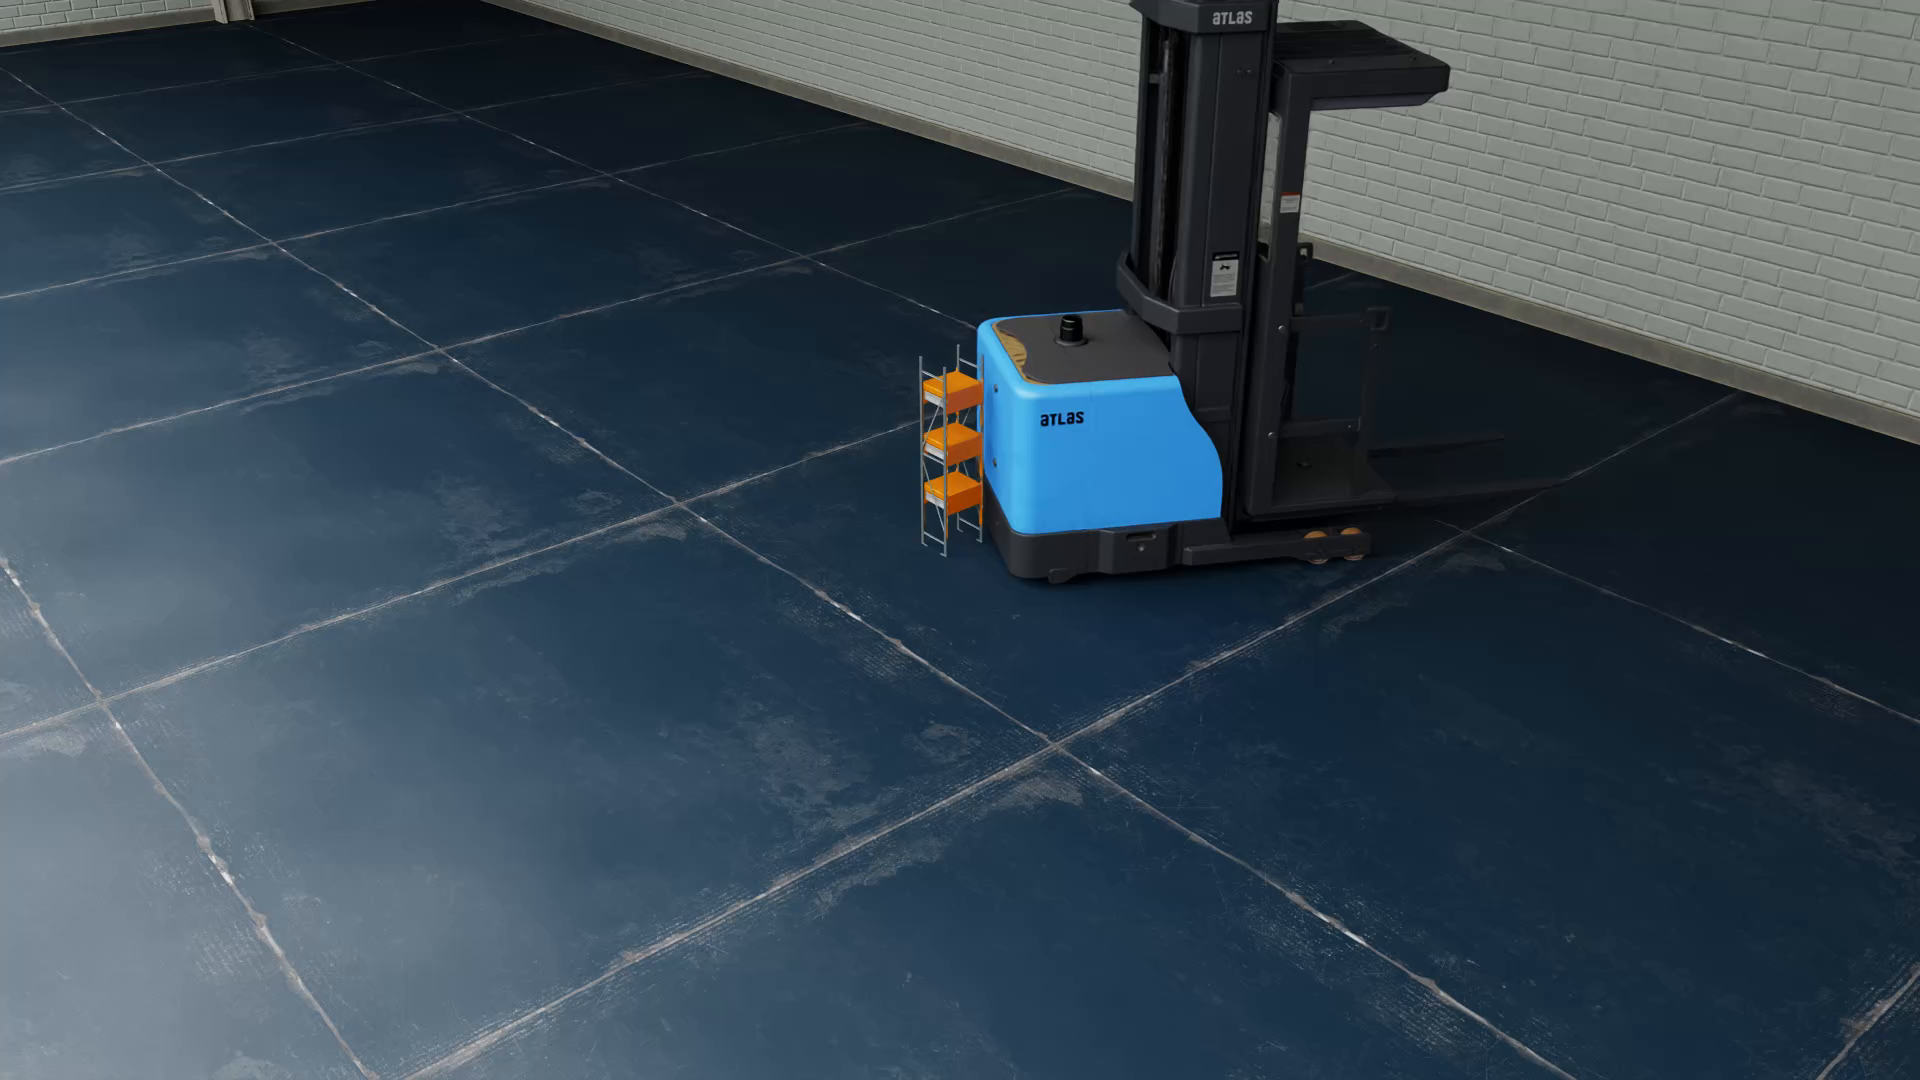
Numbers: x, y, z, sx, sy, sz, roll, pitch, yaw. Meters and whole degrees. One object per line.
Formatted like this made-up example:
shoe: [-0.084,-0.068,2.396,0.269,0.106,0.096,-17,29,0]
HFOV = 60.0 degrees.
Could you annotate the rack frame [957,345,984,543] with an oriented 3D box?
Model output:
rack frame: [0.052,-0.484,8.542,0.008,1.050,0.200,-22,35,-35]

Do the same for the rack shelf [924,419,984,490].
rack shelf: [-0.041,-0.437,8.477,0.240,0.259,0.215,-22,35,-35]

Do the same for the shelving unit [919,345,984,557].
shelving unit: [-0.041,-0.447,8.472,0.252,1.050,0.215,-22,35,-35]

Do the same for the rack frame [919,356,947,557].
rack frame: [-0.134,-0.409,8.402,0.008,1.050,0.200,-22,35,-35]

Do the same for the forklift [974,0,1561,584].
forklift: [1.646,-1.409,8.276,3.031,2.935,1.130,-5,29,-10]

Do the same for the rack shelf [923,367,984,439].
rack shelf: [-0.041,-0.688,8.343,0.240,0.259,0.215,-22,35,-35]

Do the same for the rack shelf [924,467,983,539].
rack shelf: [-0.041,-0.192,8.608,0.240,0.259,0.215,-22,35,-35]

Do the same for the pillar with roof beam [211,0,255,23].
pillar with roof beam: [-6.410,-9.034,16.106,0.400,9.000,9.100,-22,35,-35]
